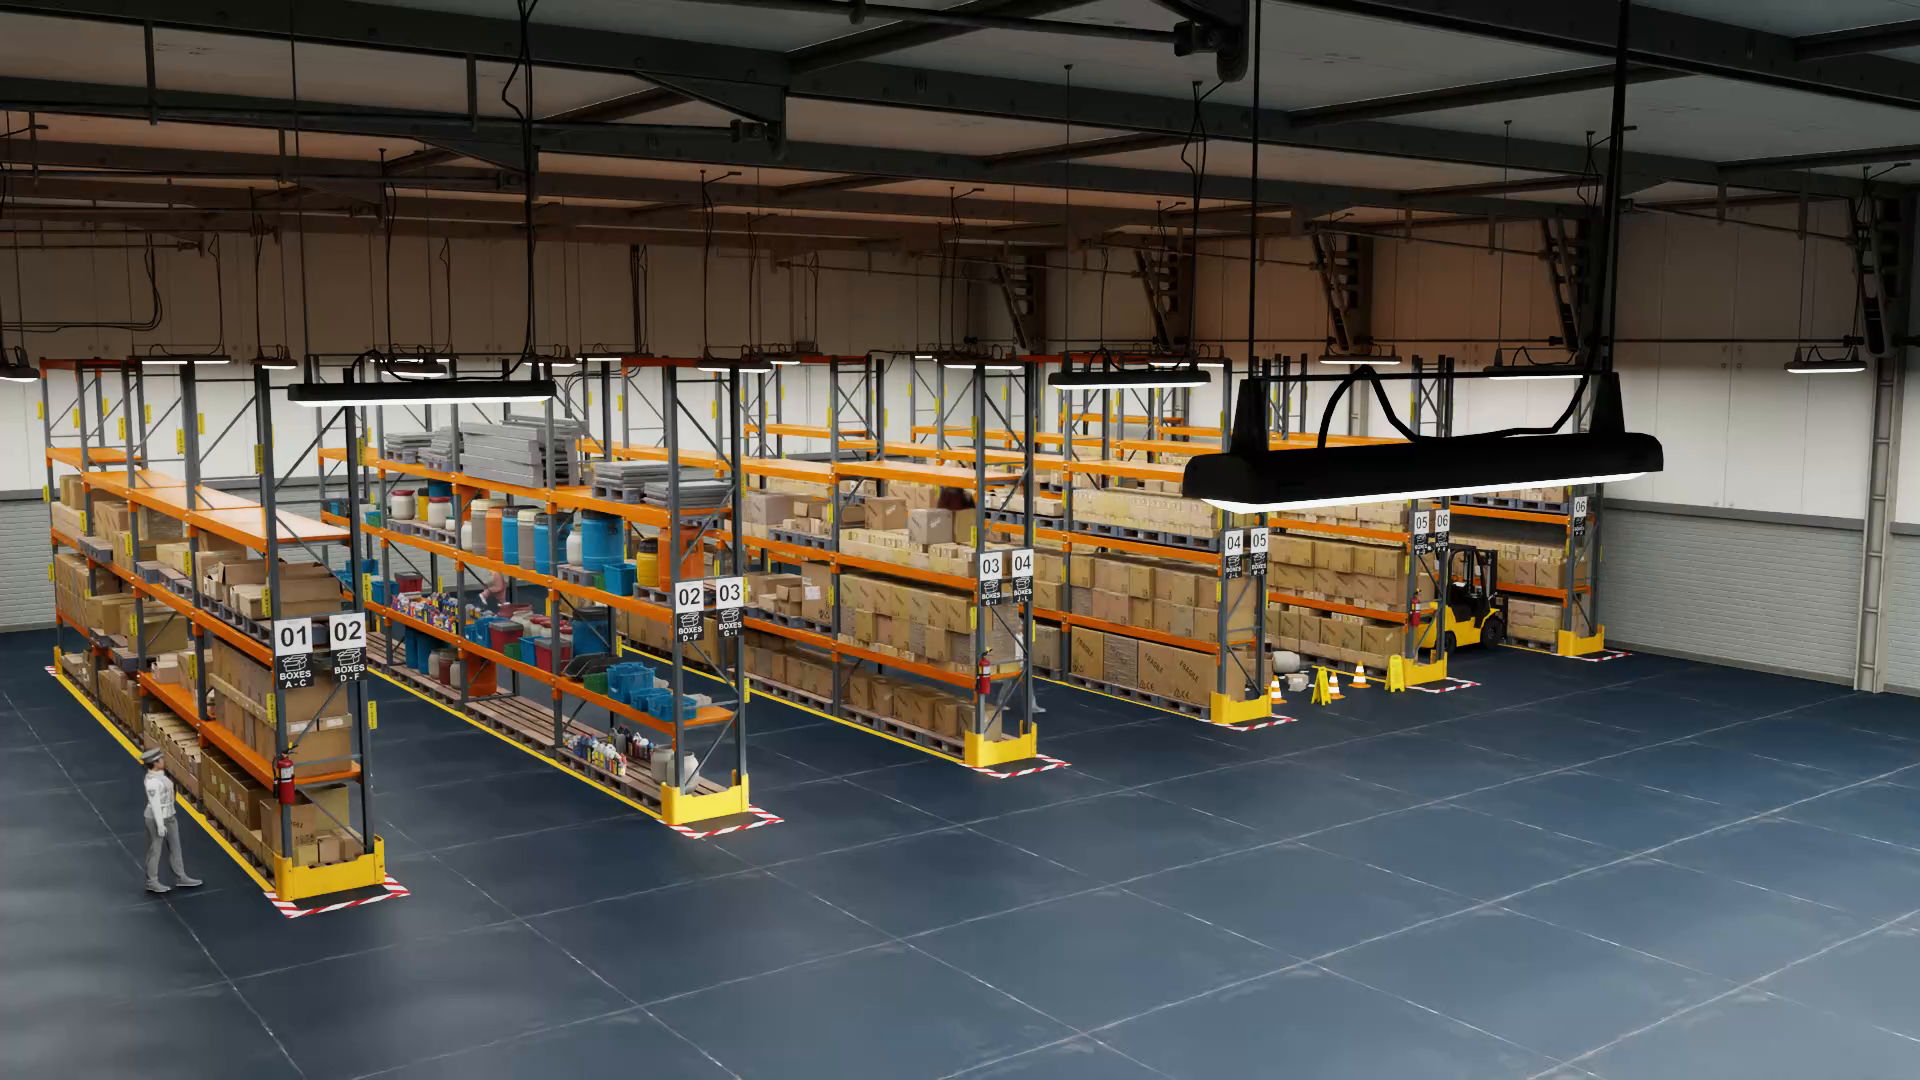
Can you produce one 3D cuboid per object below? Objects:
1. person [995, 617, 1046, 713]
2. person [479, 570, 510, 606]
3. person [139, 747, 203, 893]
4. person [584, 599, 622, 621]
[{"bbox_3d":[1.015,2.129,28.237,0.554,1.616,0.974,-5,9,-37],"label":"person"},{"bbox_3d":[-11.072,0.763,39.502,0.724,1.636,0.488,-2,7,-17],"label":"person"},{"bbox_3d":[-9.110,3.209,19.129,0.563,1.685,0.504,0,7,-1],"label":"person"},{"bbox_3d":[-6.965,1.599,32.371,0.650,1.752,0.992,-5,8,-34],"label":"person"}]
